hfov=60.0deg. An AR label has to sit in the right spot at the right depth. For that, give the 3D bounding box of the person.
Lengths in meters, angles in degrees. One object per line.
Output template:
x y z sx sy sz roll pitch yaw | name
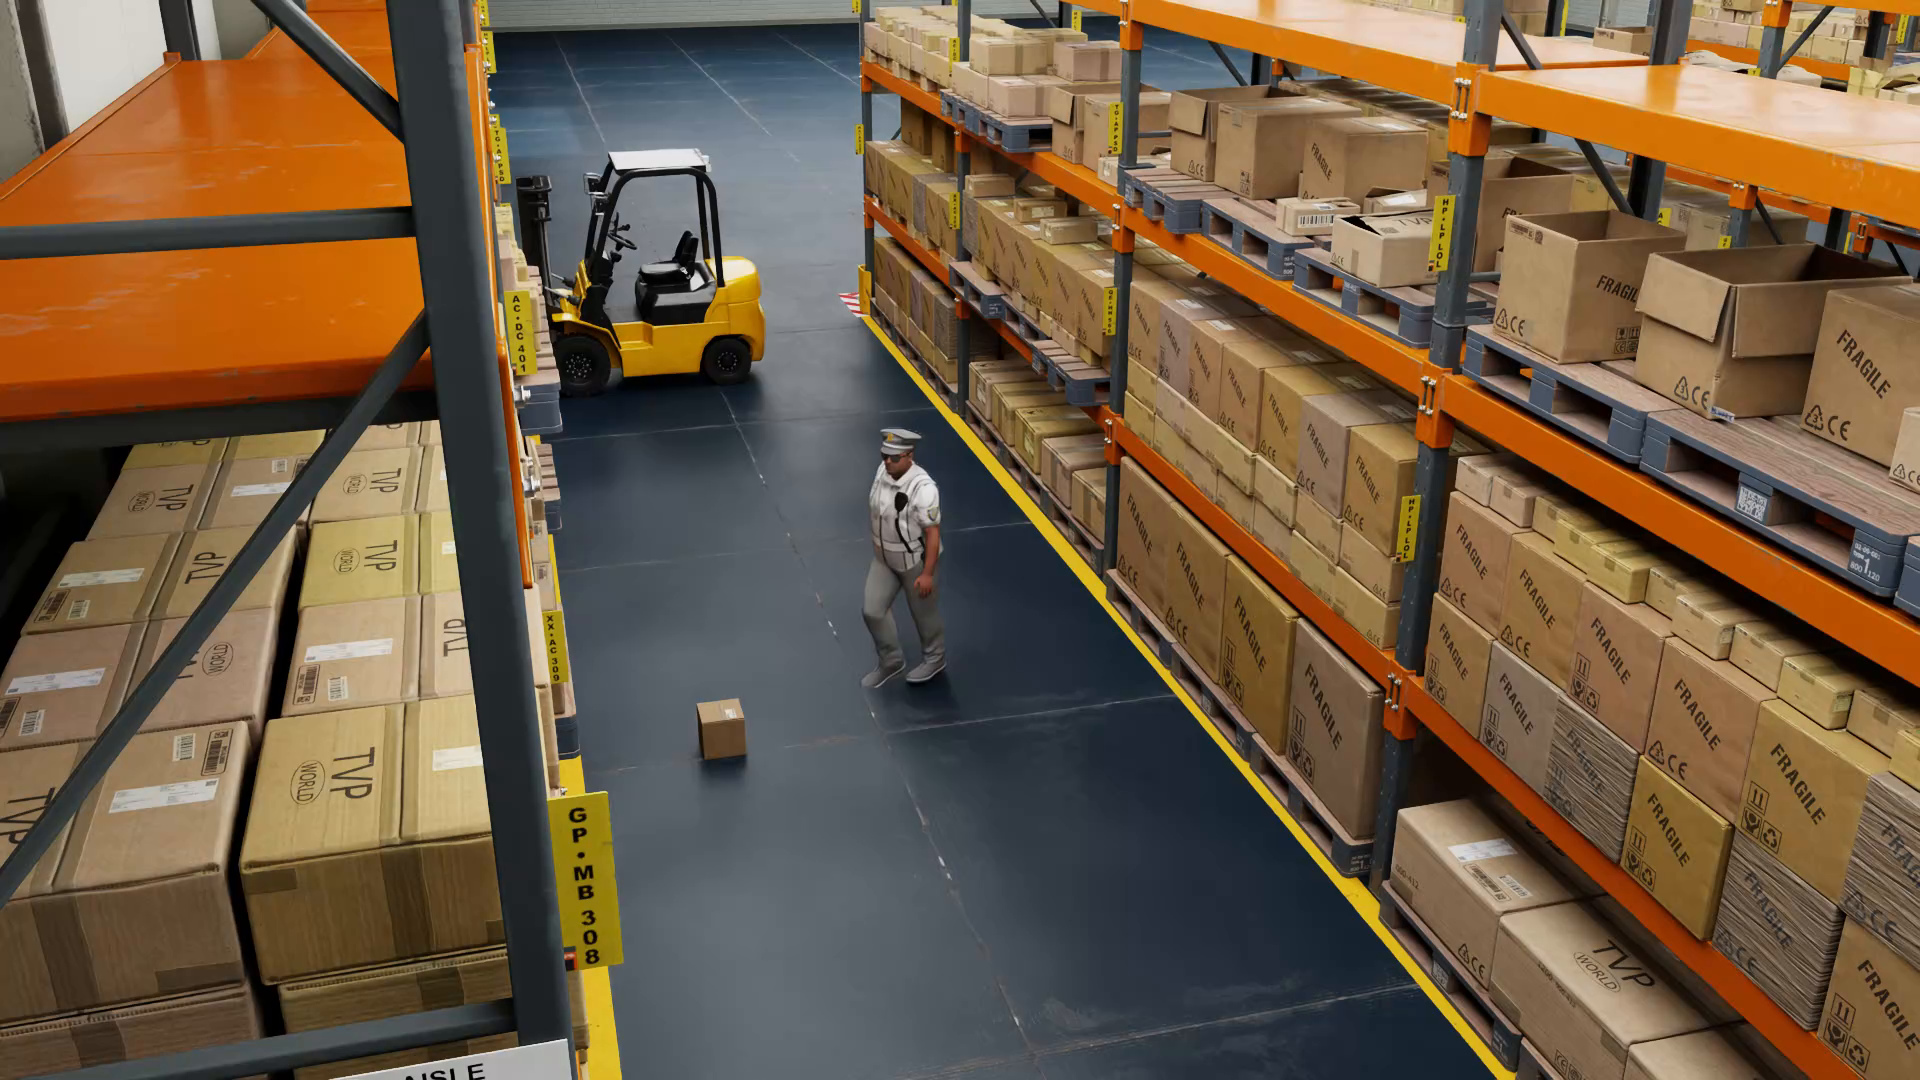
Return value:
-0.348 0.152 10.261 0.568 1.798 0.668 18 29 37 | person
